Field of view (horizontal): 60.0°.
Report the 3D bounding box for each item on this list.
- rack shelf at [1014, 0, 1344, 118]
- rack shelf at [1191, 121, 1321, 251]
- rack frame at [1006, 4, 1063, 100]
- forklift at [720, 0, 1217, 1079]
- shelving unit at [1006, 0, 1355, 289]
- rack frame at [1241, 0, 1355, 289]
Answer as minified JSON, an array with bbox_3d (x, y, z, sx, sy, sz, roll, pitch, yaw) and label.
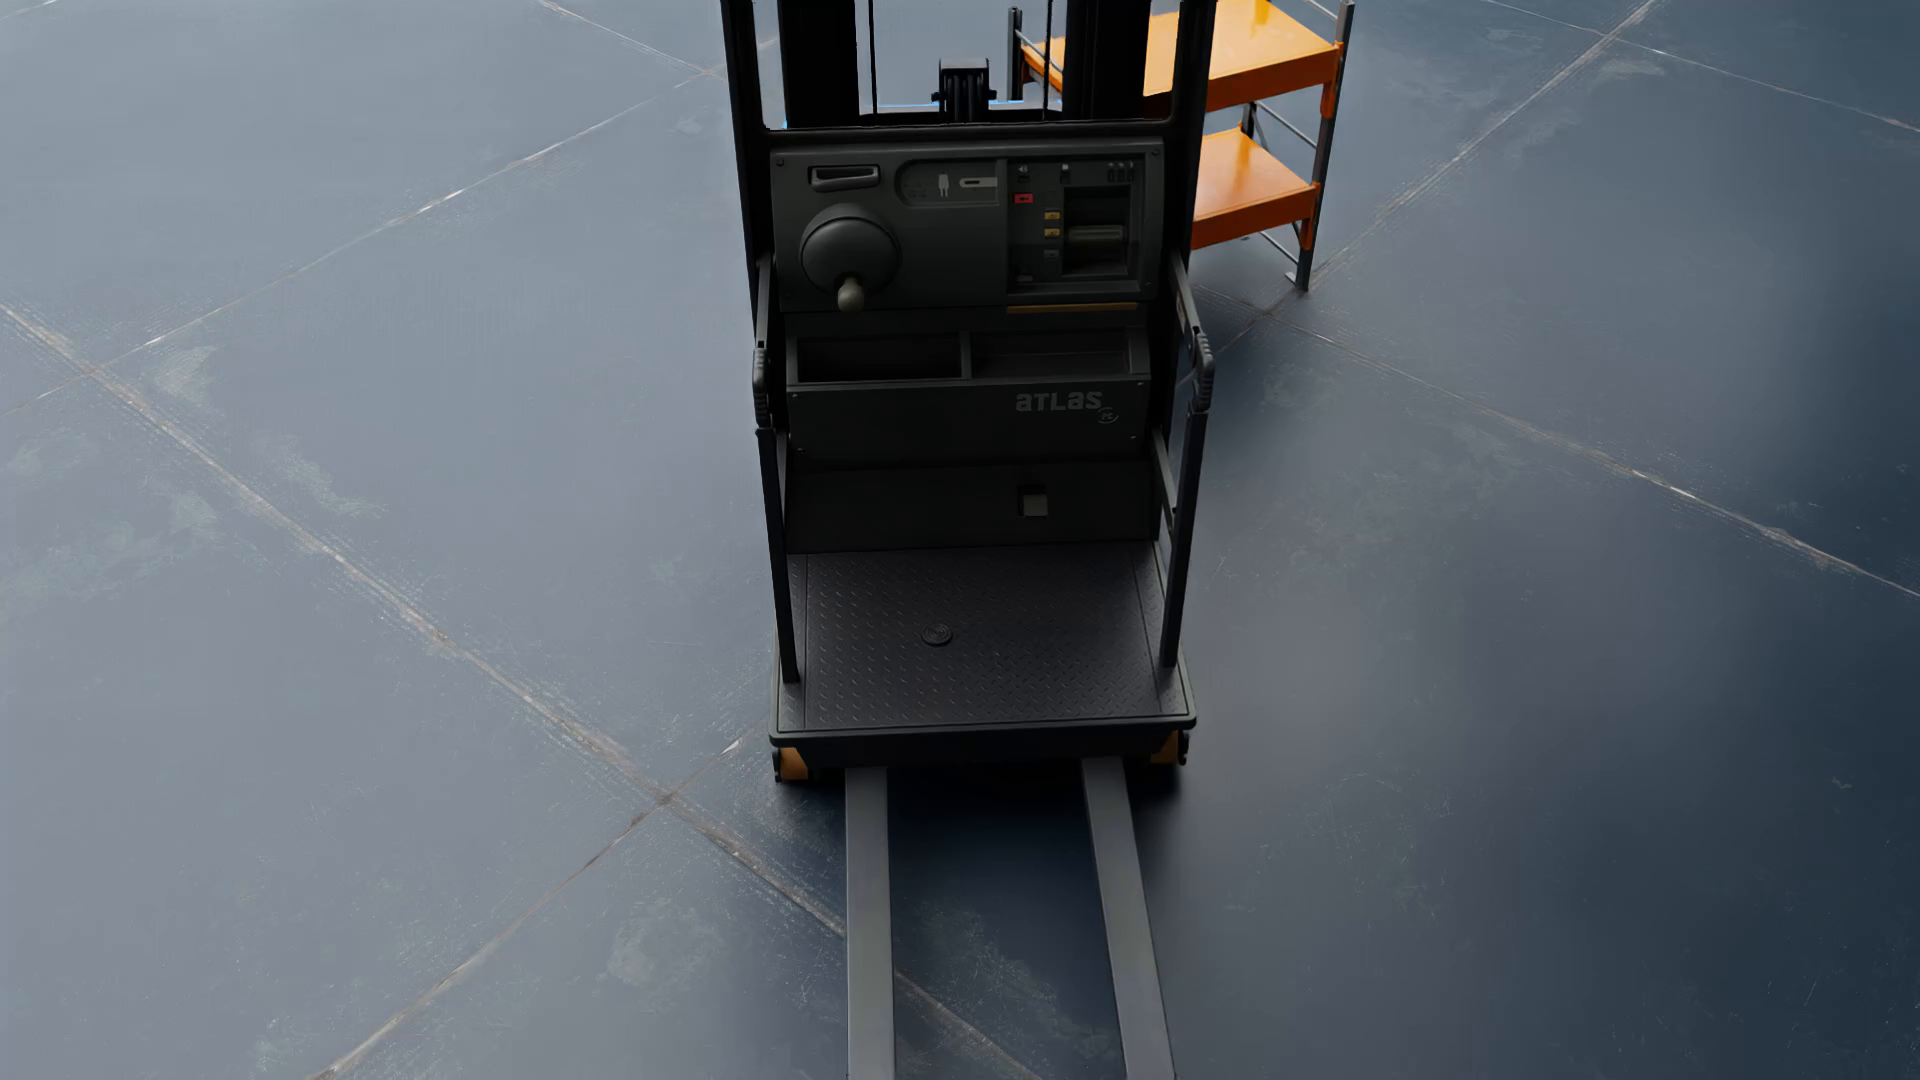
[{"bbox_3d":[0.738,-1.584,5.721,1.000,0.278,0.538,-18,45,-19],"label":"rack shelf"},{"bbox_3d":[0.738,-1.186,6.082,1.000,0.278,0.538,-18,45,-19],"label":"rack shelf"},{"bbox_3d":[0.283,-1.215,5.751,0.032,1.125,0.500,-18,45,-19],"label":"rack frame"},{"bbox_3d":[0.036,-0.662,3.799,1.130,2.935,3.031,-2,42,-2],"label":"forklift"},{"bbox_3d":[0.738,-1.367,5.918,1.048,1.125,0.538,-18,45,-19],"label":"shelving unit"},{"bbox_3d":[1.194,-1.519,6.085,0.032,1.125,0.500,-18,45,-19],"label":"rack frame"}]
